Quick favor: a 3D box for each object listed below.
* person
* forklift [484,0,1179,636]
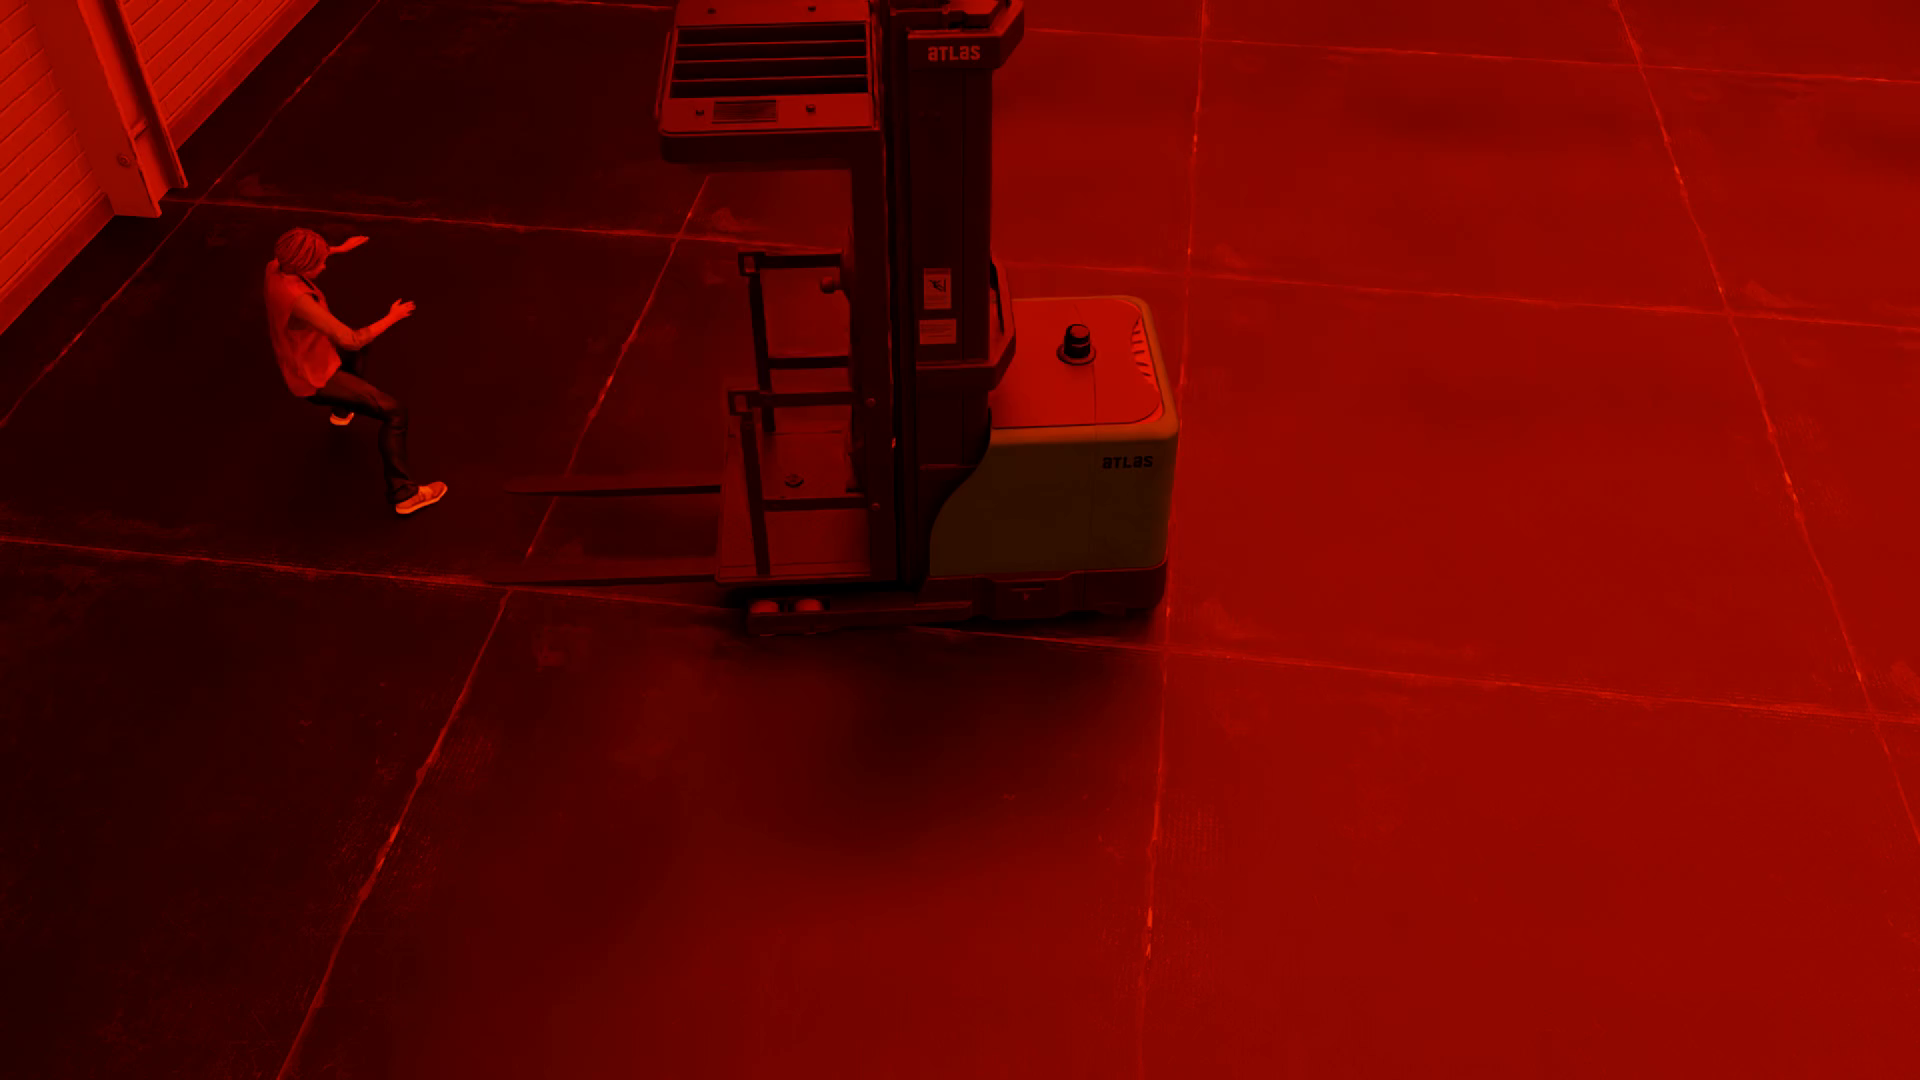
[{"bbox_3d":[-2.886,-0.905,7.867,0.649,1.362,0.965,-19,46,-19],"label":"person"},{"bbox_3d":[-0.616,-1.019,6.834,3.031,2.935,1.130,-2,43,-3],"label":"forklift"}]
